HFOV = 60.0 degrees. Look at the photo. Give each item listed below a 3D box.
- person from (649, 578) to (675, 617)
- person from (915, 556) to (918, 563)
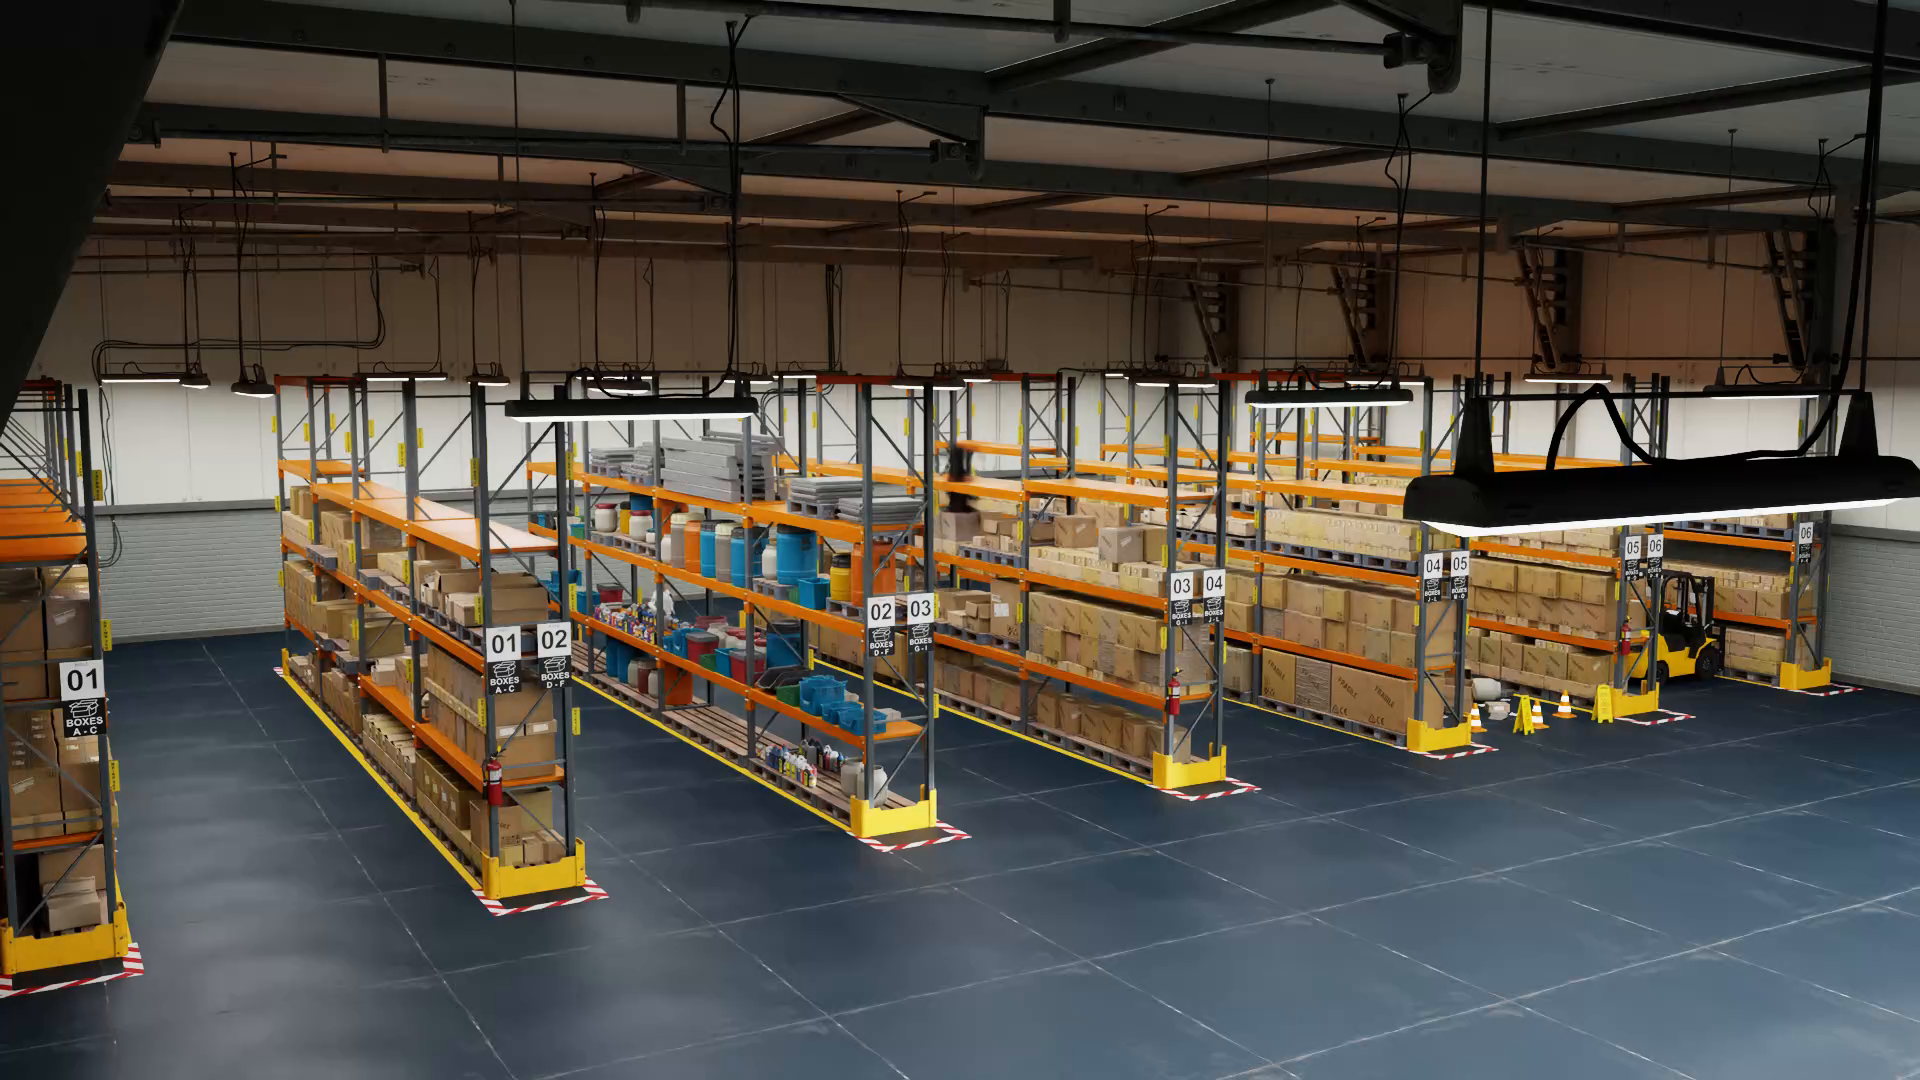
[{"bbox_3d":[-6.364,1.617,35.622,0.616,1.653,0.638,-6,9,-45],"label":"person"},{"bbox_3d":[-1.094,1.213,38.832,0.678,1.792,0.714,-2,7,-21],"label":"person"}]
